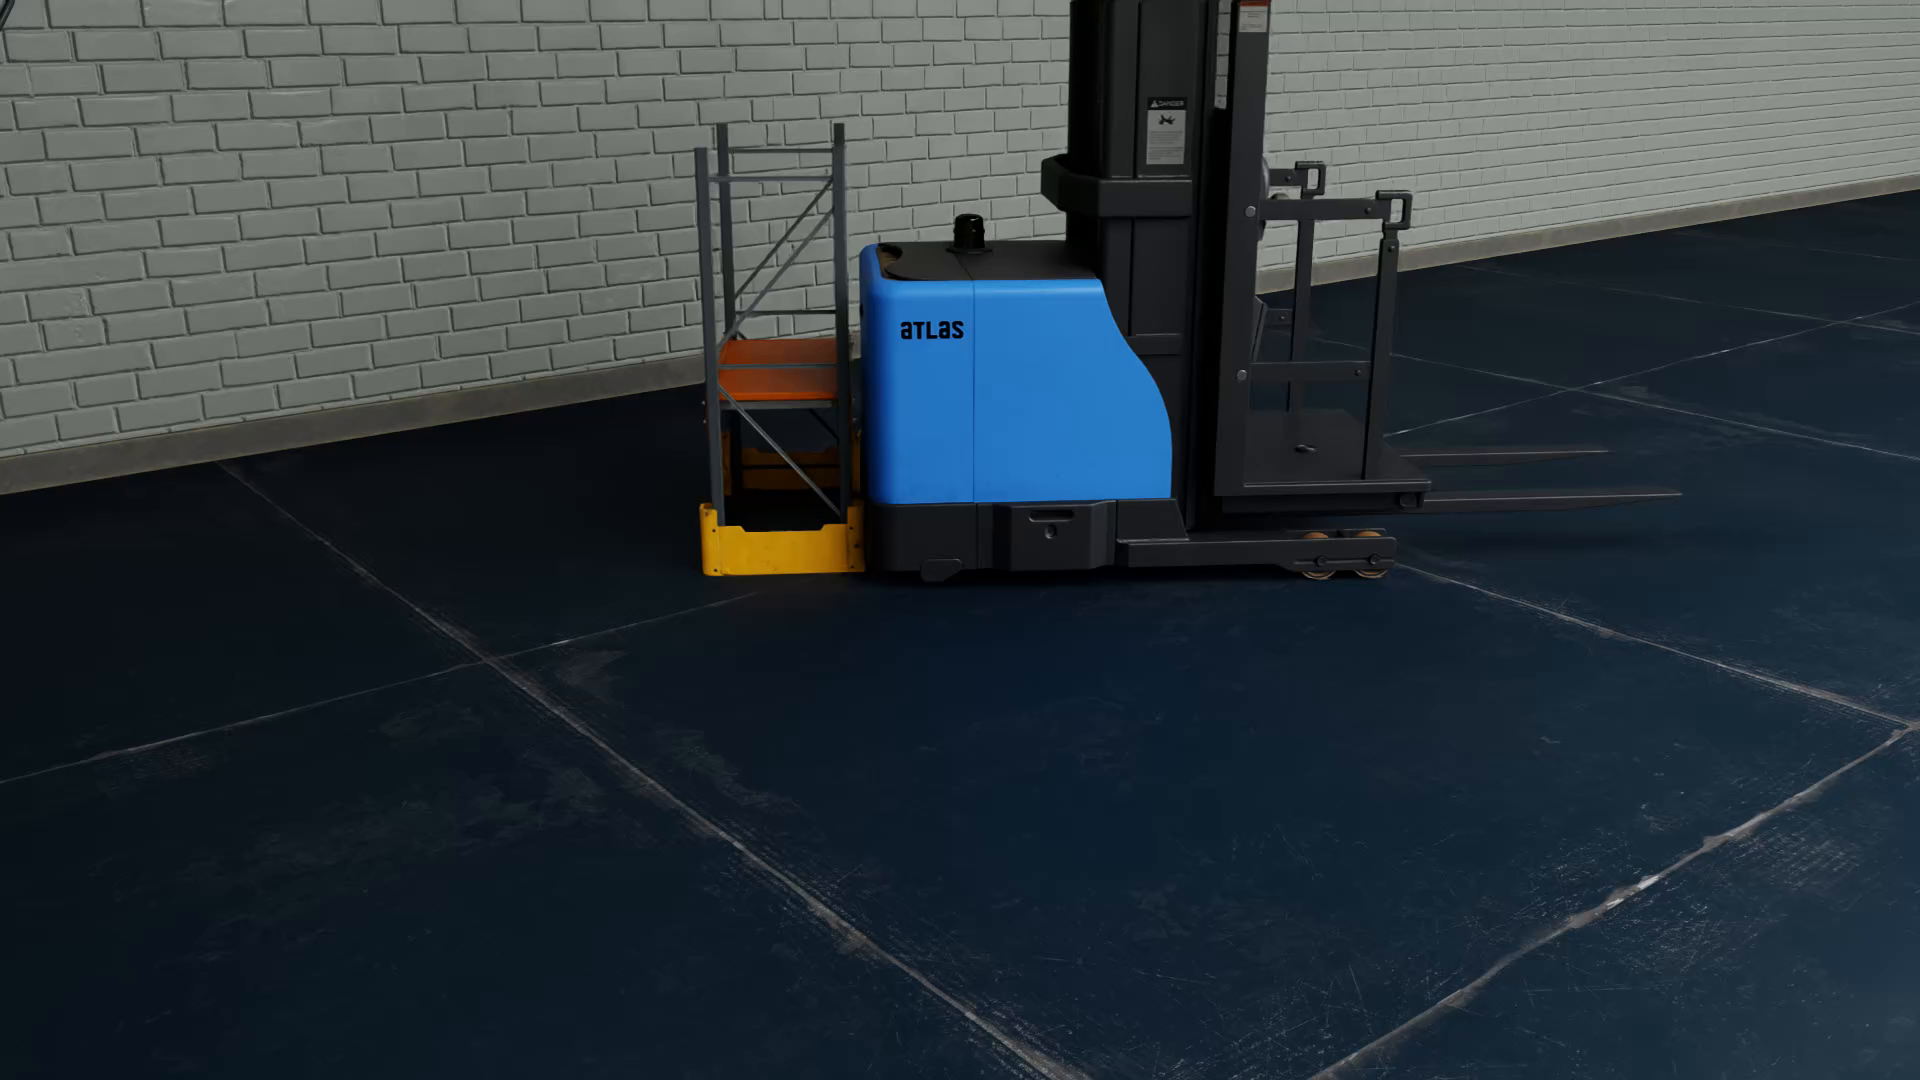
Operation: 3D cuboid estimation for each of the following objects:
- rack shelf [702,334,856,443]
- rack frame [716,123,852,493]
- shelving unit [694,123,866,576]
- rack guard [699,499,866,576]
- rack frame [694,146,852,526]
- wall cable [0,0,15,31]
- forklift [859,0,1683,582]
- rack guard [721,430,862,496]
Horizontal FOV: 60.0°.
[{"bbox_3d":[-0.670,-0.591,6.333,0.538,0.185,1.000,-1,18,-4],"label":"rack shelf"},{"bbox_3d":[-0.704,-0.921,6.758,0.500,1.500,0.032,-1,18,-4],"label":"rack frame"},{"bbox_3d":[-0.669,-0.759,6.268,0.587,1.500,1.083,-1,18,-4],"label":"shelving unit"},{"bbox_3d":[-0.636,-0.009,5.992,0.587,0.250,0.087,-1,18,-4],"label":"rack guard"},{"bbox_3d":[-0.636,-0.602,5.795,0.500,1.500,0.032,-1,18,-4],"label":"rack frame"},{"bbox_3d":[-4.874,-2.756,5.308,3.097,2.526,0.112,-14,23,-36],"label":"wall cable"},{"bbox_3d":[1.145,-1.414,5.969,3.031,2.935,1.130,-1,18,-5],"label":"forklift"},{"bbox_3d":[-0.702,-0.322,6.936,0.587,0.250,0.087,-1,18,-4],"label":"rack guard"}]
